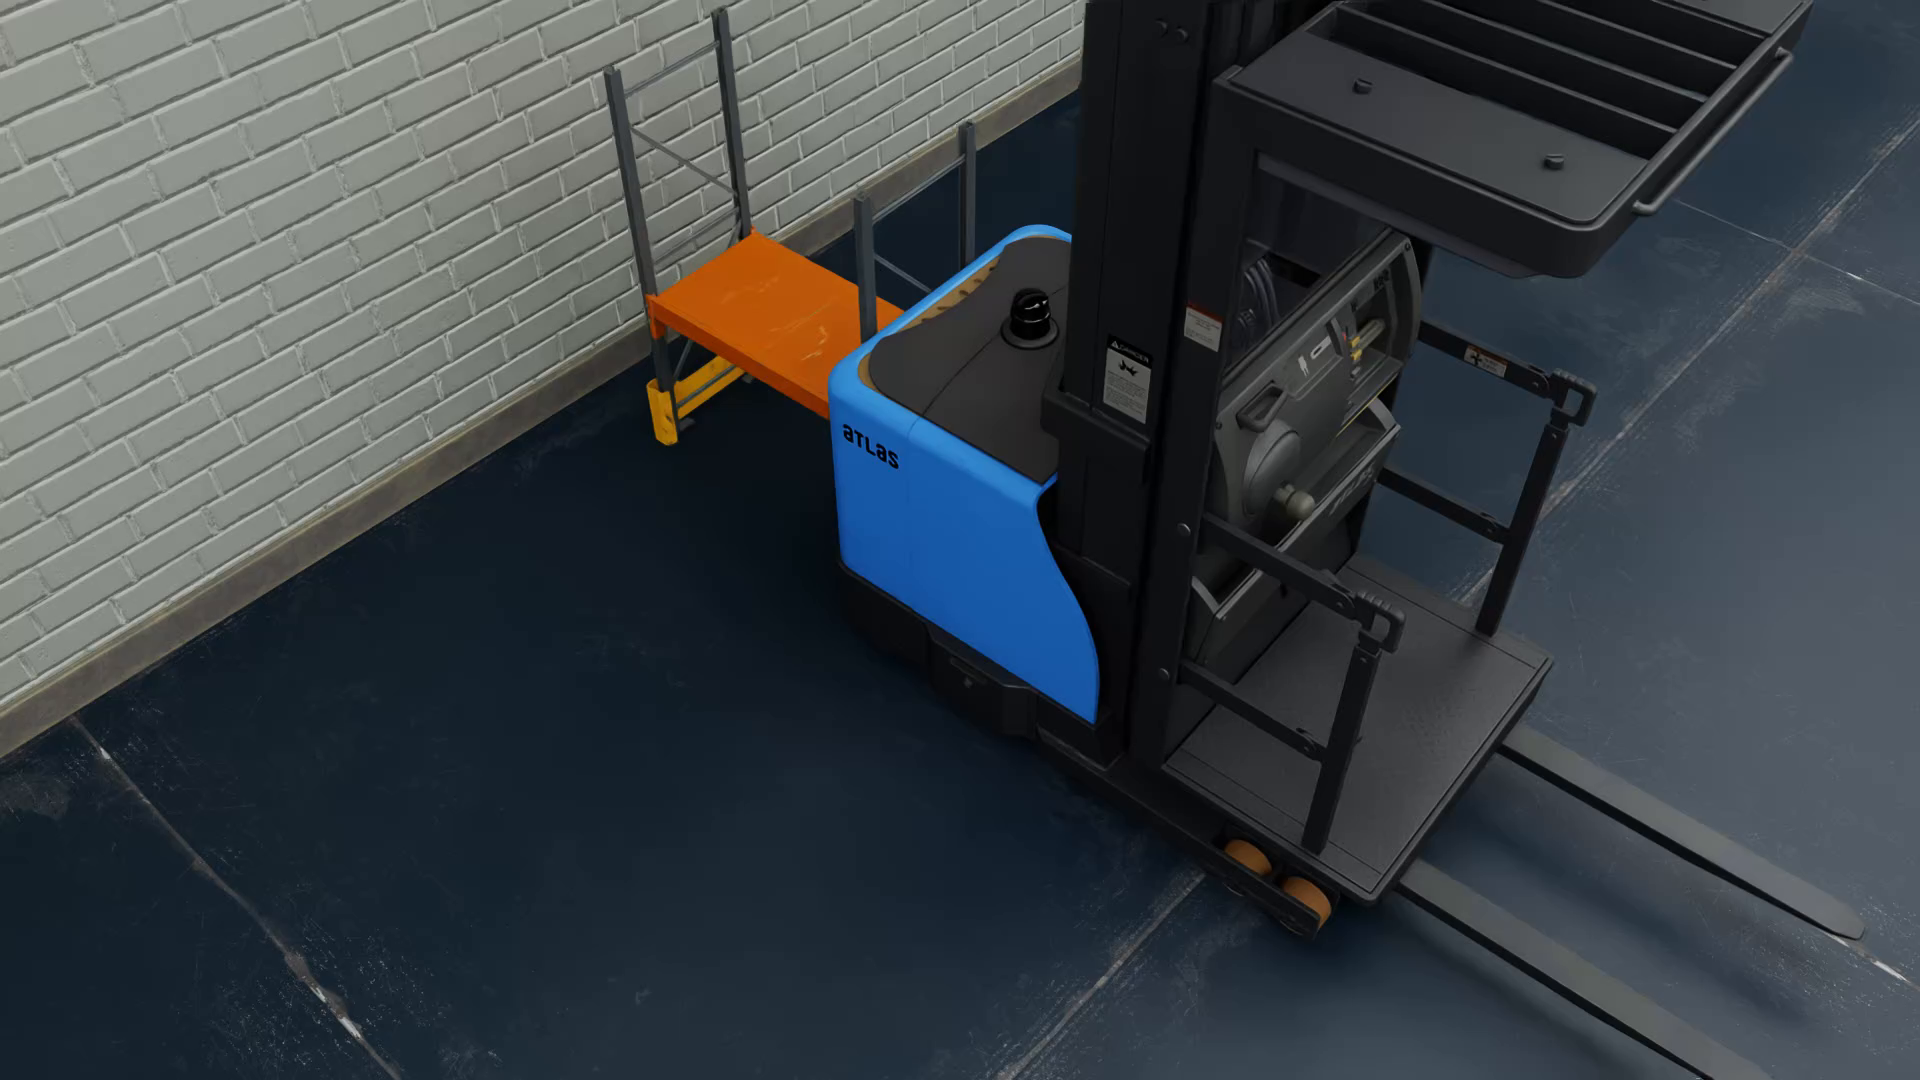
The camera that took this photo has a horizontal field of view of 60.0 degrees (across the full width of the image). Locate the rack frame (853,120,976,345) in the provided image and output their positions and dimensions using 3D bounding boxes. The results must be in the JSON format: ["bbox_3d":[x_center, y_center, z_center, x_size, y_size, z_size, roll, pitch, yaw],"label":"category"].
[{"bbox_3d":[-0.125,-0.564,5.250,0.032,1.500,0.500,31,54,26],"label":"rack frame"}]

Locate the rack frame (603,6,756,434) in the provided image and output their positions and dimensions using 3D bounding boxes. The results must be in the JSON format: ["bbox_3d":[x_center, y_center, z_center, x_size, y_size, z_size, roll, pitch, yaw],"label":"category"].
[{"bbox_3d":[-0.908,-1.036,5.694,0.032,1.500,0.500,31,54,26],"label":"rack frame"}]

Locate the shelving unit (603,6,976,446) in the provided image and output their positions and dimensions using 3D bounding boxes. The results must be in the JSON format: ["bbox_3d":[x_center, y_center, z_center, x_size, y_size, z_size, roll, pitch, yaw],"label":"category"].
[{"bbox_3d":[-0.523,-0.804,5.476,1.083,1.500,0.587,31,54,26],"label":"shelving unit"}]

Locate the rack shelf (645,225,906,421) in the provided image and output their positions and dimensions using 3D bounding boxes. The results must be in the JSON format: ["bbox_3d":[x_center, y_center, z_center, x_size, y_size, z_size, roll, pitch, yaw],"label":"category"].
[{"bbox_3d":[-0.516,-0.677,5.603,1.000,0.185,0.538,31,54,26],"label":"rack shelf"}]

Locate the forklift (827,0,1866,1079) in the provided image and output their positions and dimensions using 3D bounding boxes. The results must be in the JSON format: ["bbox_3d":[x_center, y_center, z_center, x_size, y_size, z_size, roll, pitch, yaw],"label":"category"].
[{"bbox_3d":[1.061,-0.331,4.050,3.031,2.935,1.130,31,54,26],"label":"forklift"}]

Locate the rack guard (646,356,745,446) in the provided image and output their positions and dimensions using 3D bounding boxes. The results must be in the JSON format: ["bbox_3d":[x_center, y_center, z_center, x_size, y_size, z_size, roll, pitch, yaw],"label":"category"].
[{"bbox_3d":[-0.907,-0.608,6.149,0.087,0.250,0.587,31,54,26],"label":"rack guard"}]
